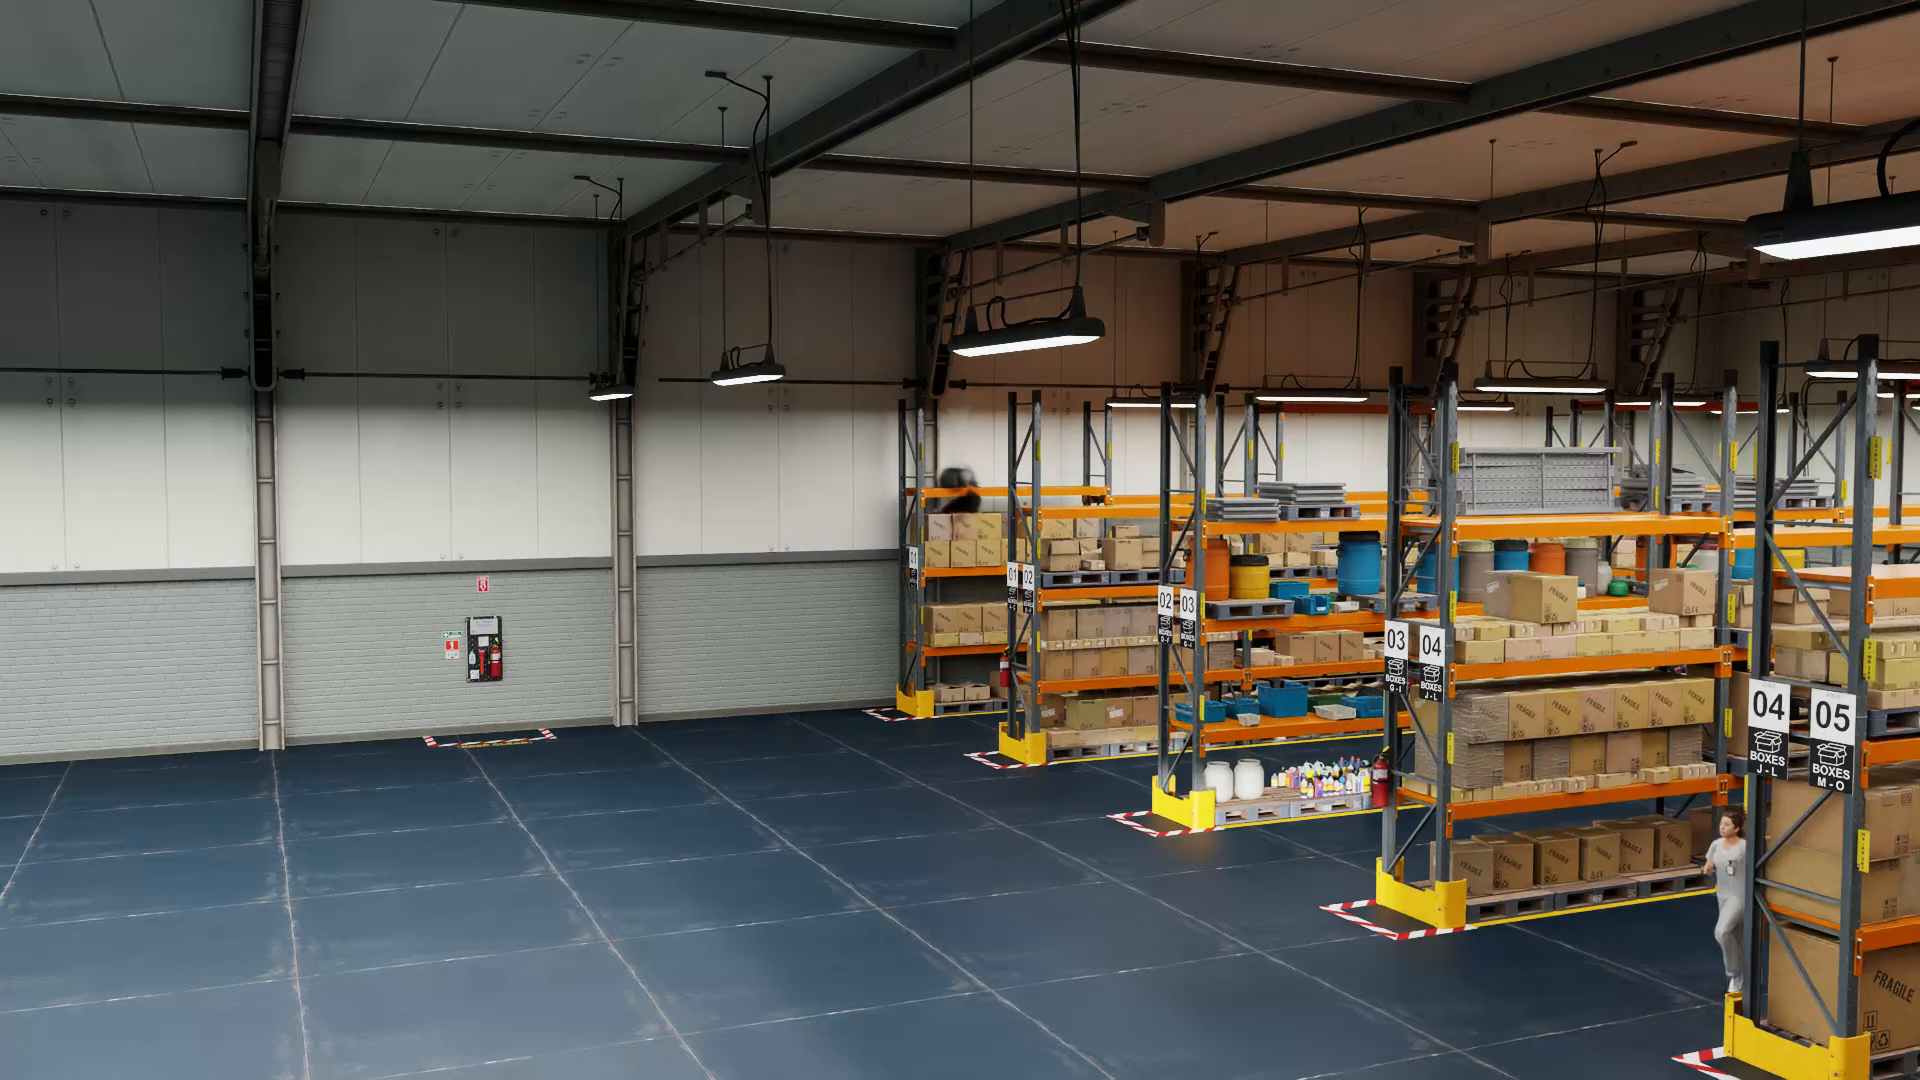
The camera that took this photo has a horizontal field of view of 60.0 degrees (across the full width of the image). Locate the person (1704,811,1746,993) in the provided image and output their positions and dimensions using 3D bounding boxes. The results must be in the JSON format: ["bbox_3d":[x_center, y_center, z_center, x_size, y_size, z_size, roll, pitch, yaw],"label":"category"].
[{"bbox_3d":[7.294,3.417,15.680,0.705,1.709,0.564,-1,4,-21],"label":"person"}]
